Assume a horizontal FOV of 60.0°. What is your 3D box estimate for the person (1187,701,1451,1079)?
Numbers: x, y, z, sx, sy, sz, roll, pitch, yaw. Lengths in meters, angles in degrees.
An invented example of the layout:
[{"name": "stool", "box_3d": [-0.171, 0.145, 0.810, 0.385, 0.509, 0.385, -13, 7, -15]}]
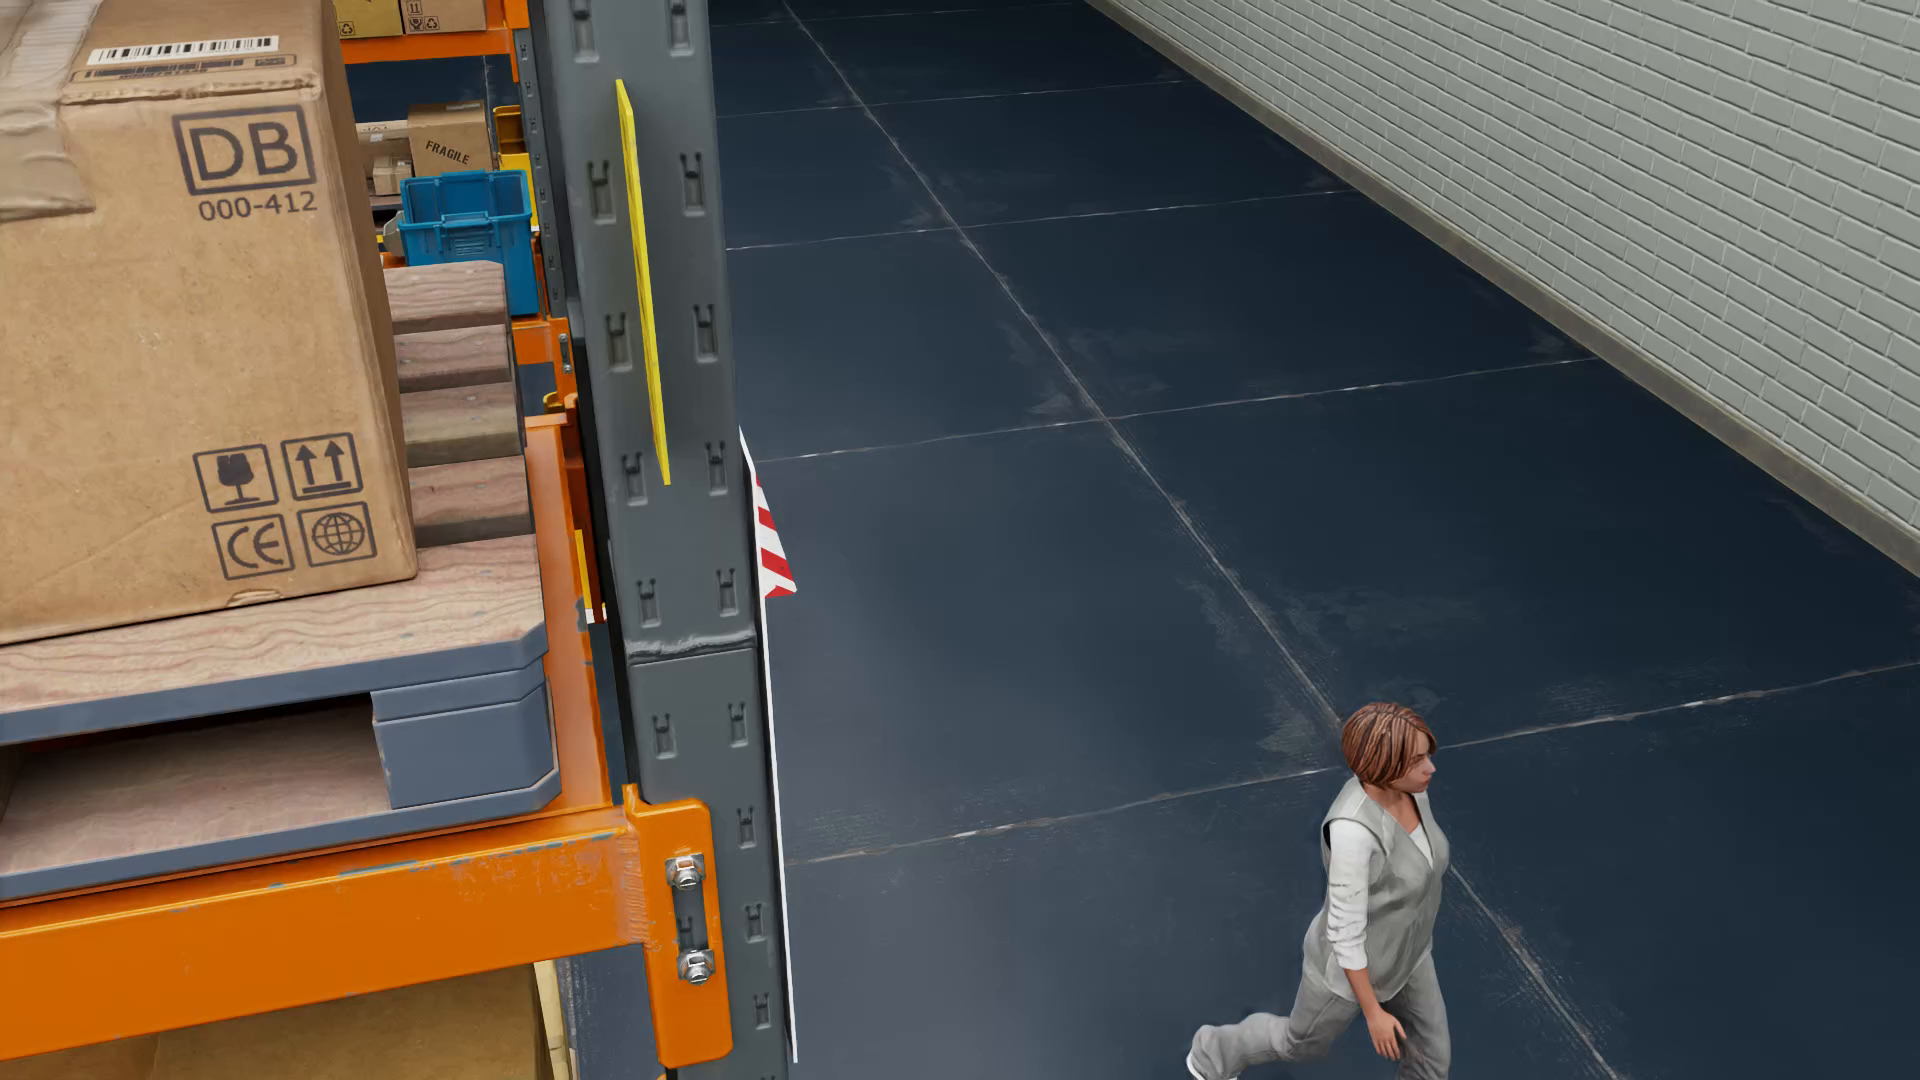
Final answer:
[{"name": "person", "box_3d": [1.048, 1.083, 4.307, 0.936, 1.541, 0.416, 25, 39, 36]}]
